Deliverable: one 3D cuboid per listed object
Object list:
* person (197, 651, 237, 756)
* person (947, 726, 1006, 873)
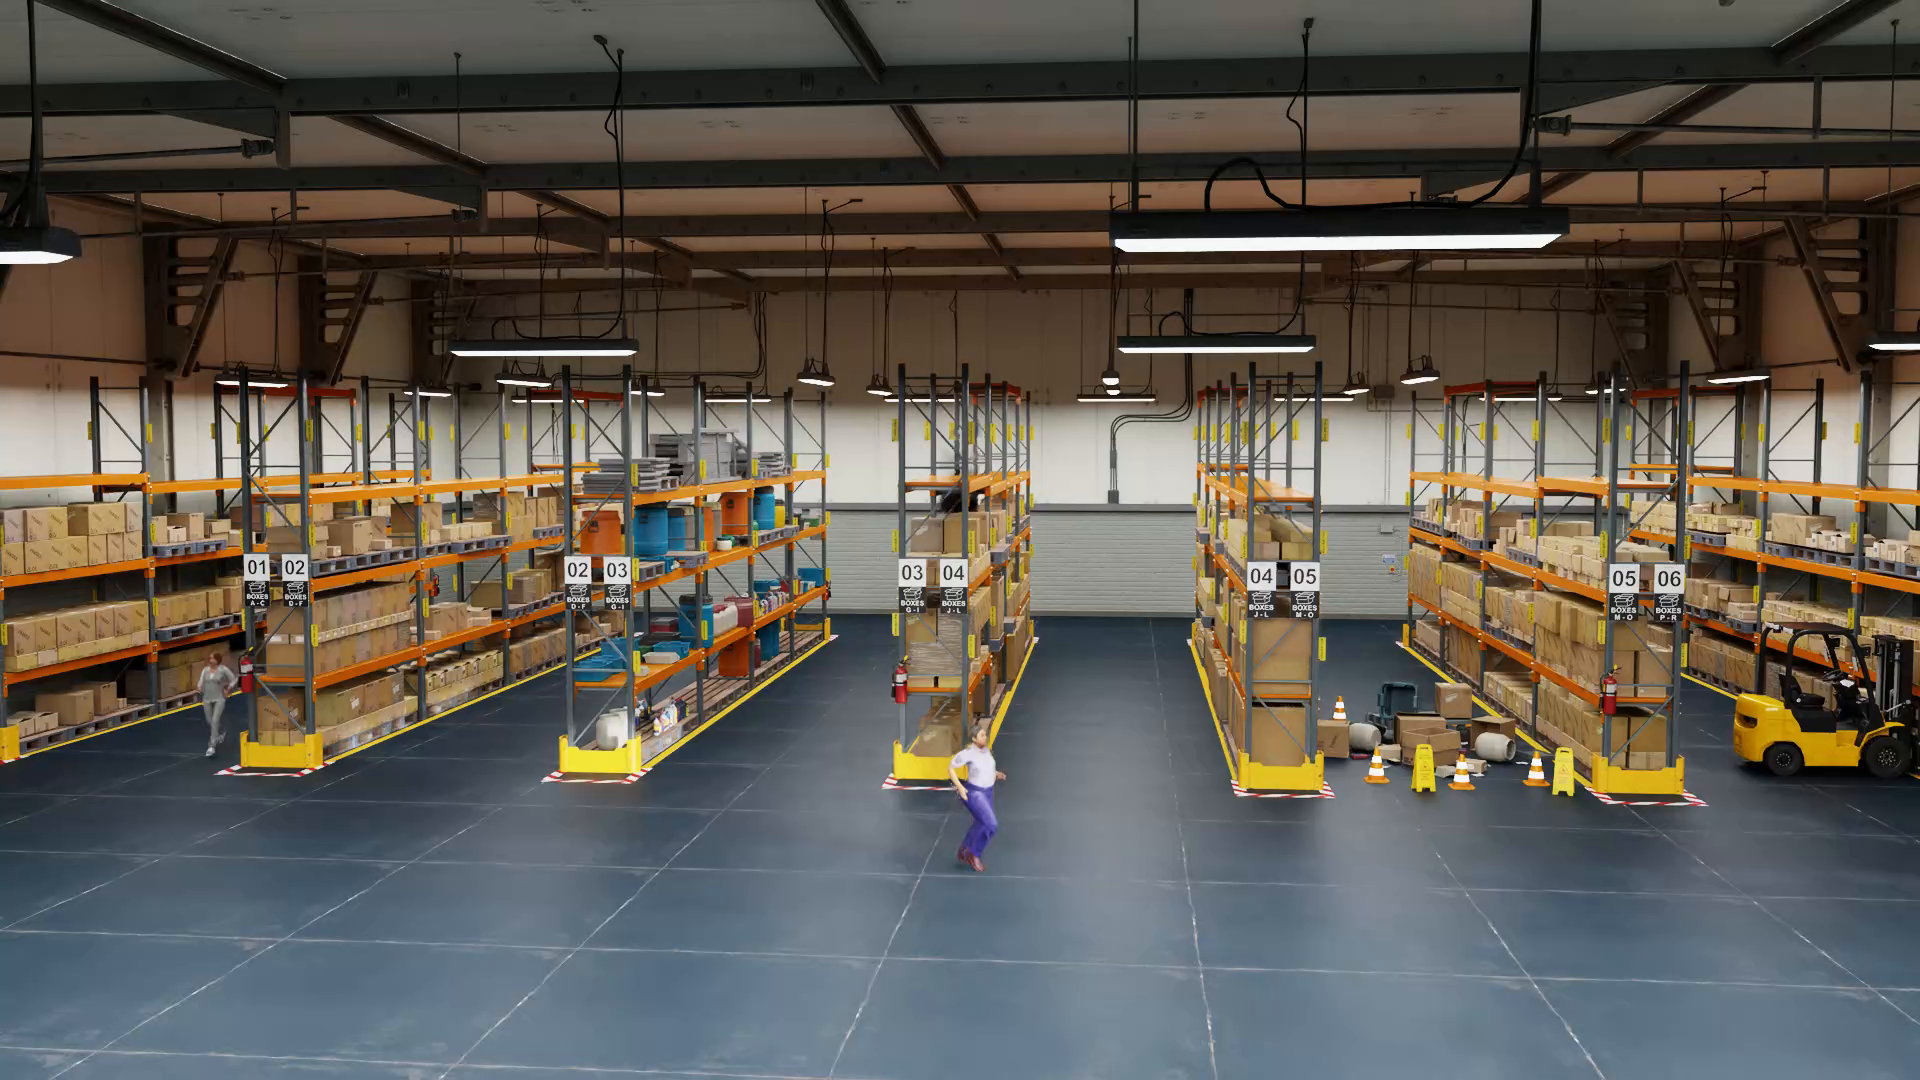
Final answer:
[{"bbox_3d":[-11.616,2.522,25.938,0.541,1.574,0.867,0,4,-1],"label":"person"},{"bbox_3d":[0.230,2.974,19.062,0.672,1.642,0.577,2,4,31],"label":"person"}]
